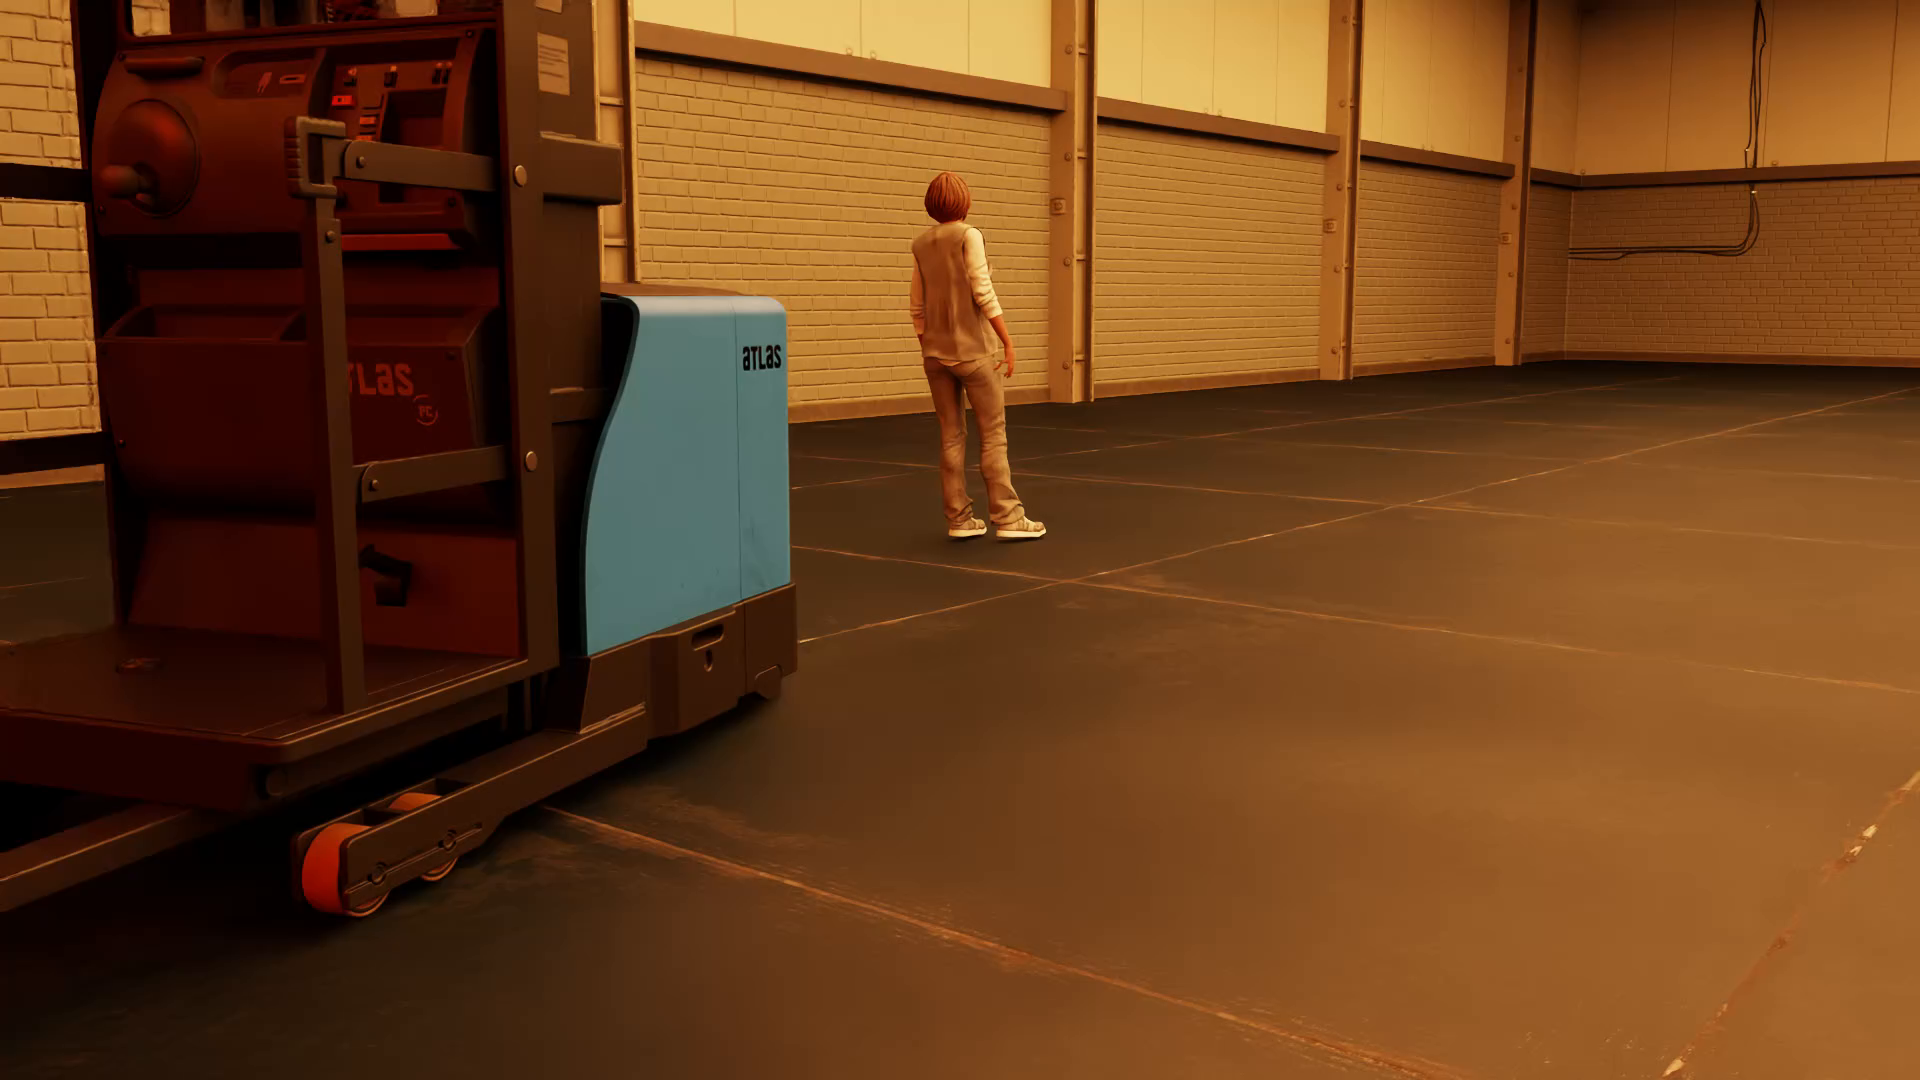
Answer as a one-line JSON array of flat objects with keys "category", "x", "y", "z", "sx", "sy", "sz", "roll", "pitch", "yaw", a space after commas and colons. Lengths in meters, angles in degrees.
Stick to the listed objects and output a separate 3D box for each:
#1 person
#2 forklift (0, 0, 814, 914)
[{"category": "person", "x": 0.058, "y": -0.805, "z": 7.336, "sx": 0.520, "sy": 1.597, "sz": 0.475, "roll": 7, "pitch": 11, "yaw": 38}, {"category": "forklift", "x": -1.400, "y": -0.871, "z": 3.238, "sx": 1.130, "sy": 2.935, "sz": 3.031, "roll": 3, "pitch": 9, "yaw": 20}]
